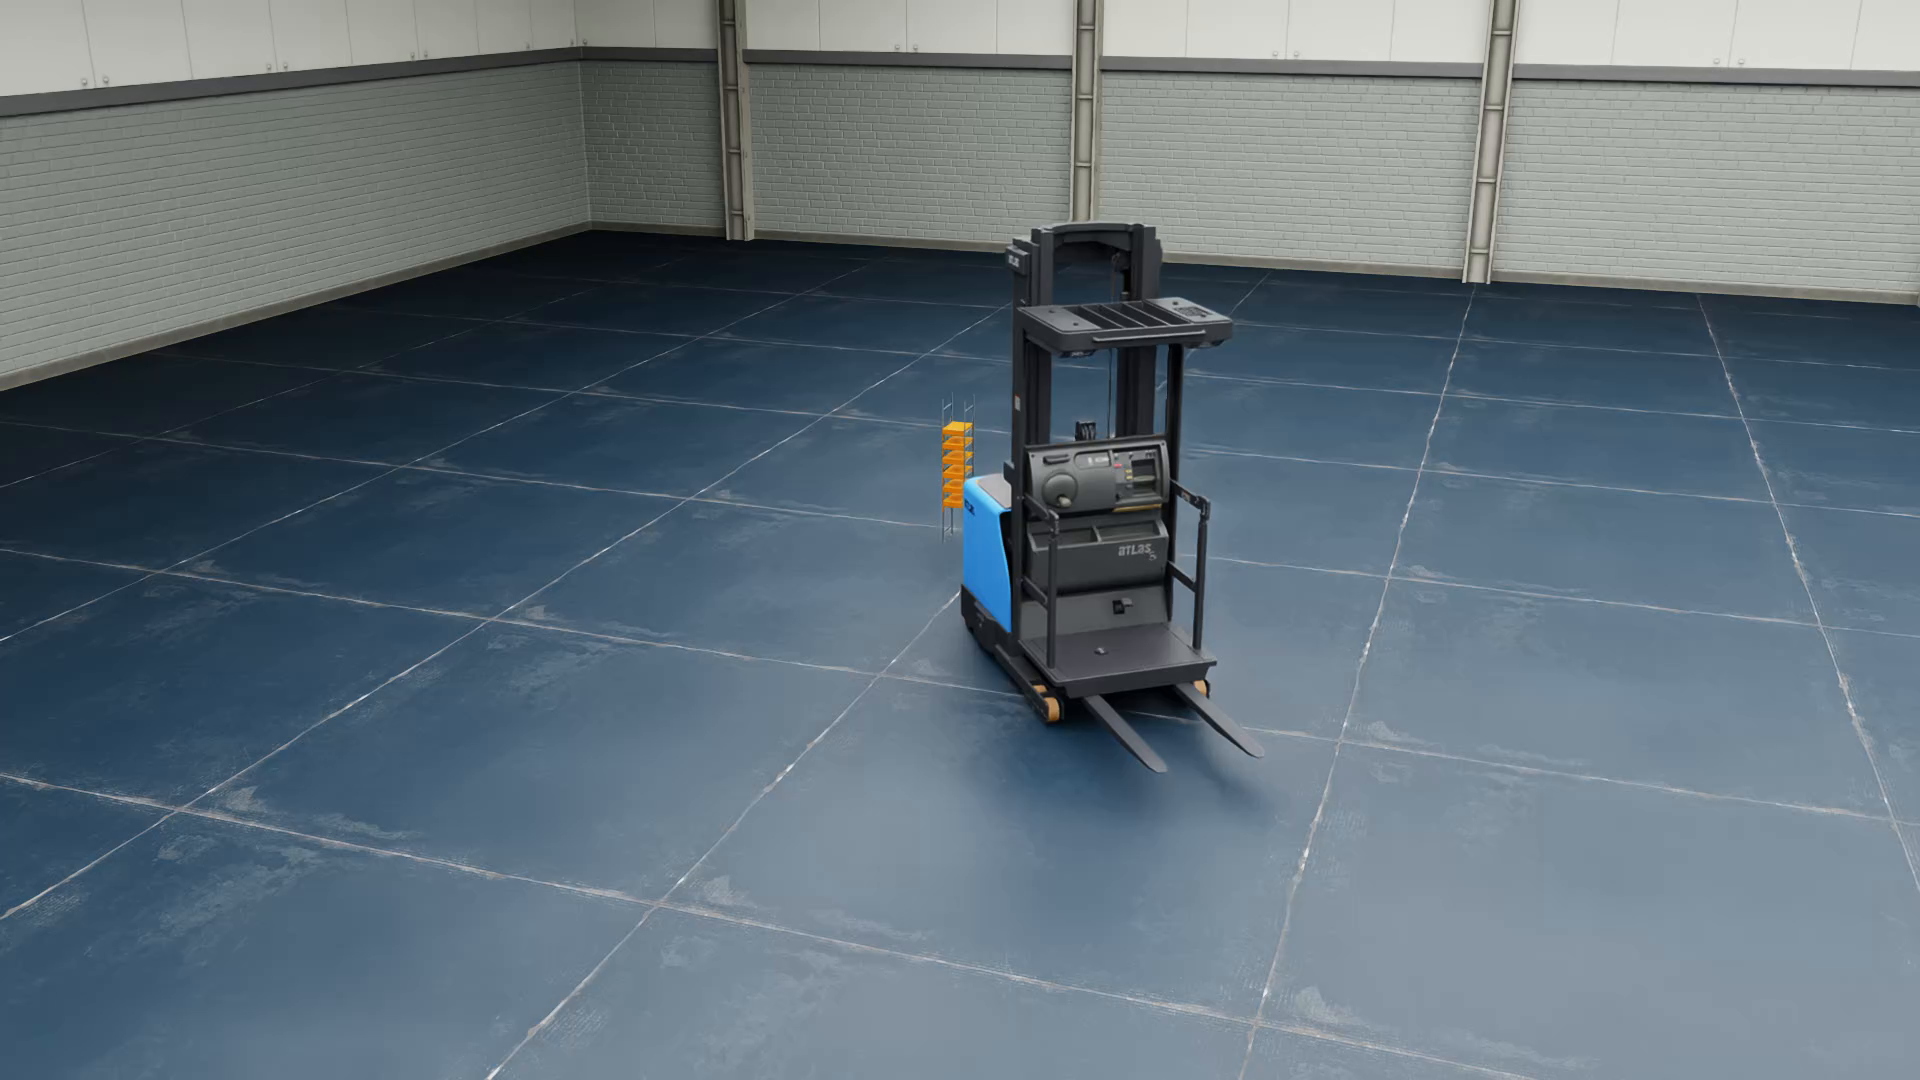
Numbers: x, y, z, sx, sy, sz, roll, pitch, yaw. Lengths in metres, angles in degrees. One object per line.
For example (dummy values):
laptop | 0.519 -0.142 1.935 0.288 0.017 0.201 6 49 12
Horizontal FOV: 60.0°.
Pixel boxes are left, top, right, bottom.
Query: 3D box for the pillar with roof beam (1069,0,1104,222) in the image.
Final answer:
pillar with roof beam | 0.533 -7.370 21.049 0.400 9.000 9.100 7 20 18

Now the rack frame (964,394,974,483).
rack frame | 0.073 -0.558 13.355 0.006 1.200 0.240 7 20 18

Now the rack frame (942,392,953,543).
rack frame | -0.100 -0.578 13.412 0.006 1.200 0.240 7 20 18

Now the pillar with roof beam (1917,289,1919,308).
pillar with roof beam | 11.868 -6.074 17.330 0.400 9.000 9.100 7 20 18

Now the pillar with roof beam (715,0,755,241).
pillar with roof beam | -5.135 -8.018 22.908 0.400 9.000 9.100 7 20 18

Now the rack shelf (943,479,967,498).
rack shelf | -0.014 -0.413 13.437 0.180 0.103 0.258 7 20 18

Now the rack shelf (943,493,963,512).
rack shelf | -0.014 -0.300 13.477 0.180 0.103 0.258 7 20 18

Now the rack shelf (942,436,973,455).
rack shelf | -0.014 -0.753 13.319 0.180 0.103 0.258 7 20 18

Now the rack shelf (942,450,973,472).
rack shelf | -0.014 -0.639 13.358 0.180 0.103 0.258 7 20 18

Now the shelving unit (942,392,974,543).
shelving unit | -0.014 -0.568 13.383 0.189 1.200 0.258 7 20 18

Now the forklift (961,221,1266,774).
forklift | 0.945 -0.393 10.251 1.130 2.935 3.031 -6 20 -17

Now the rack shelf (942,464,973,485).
rack shelf | -0.014 -0.526 13.398 0.180 0.103 0.258 7 20 18

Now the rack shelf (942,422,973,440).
rack shelf | -0.014 -0.866 13.279 0.180 0.103 0.258 7 20 18

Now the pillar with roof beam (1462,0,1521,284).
pillar with roof beam | 6.201 -6.722 19.189 0.400 9.000 9.100 7 20 18
